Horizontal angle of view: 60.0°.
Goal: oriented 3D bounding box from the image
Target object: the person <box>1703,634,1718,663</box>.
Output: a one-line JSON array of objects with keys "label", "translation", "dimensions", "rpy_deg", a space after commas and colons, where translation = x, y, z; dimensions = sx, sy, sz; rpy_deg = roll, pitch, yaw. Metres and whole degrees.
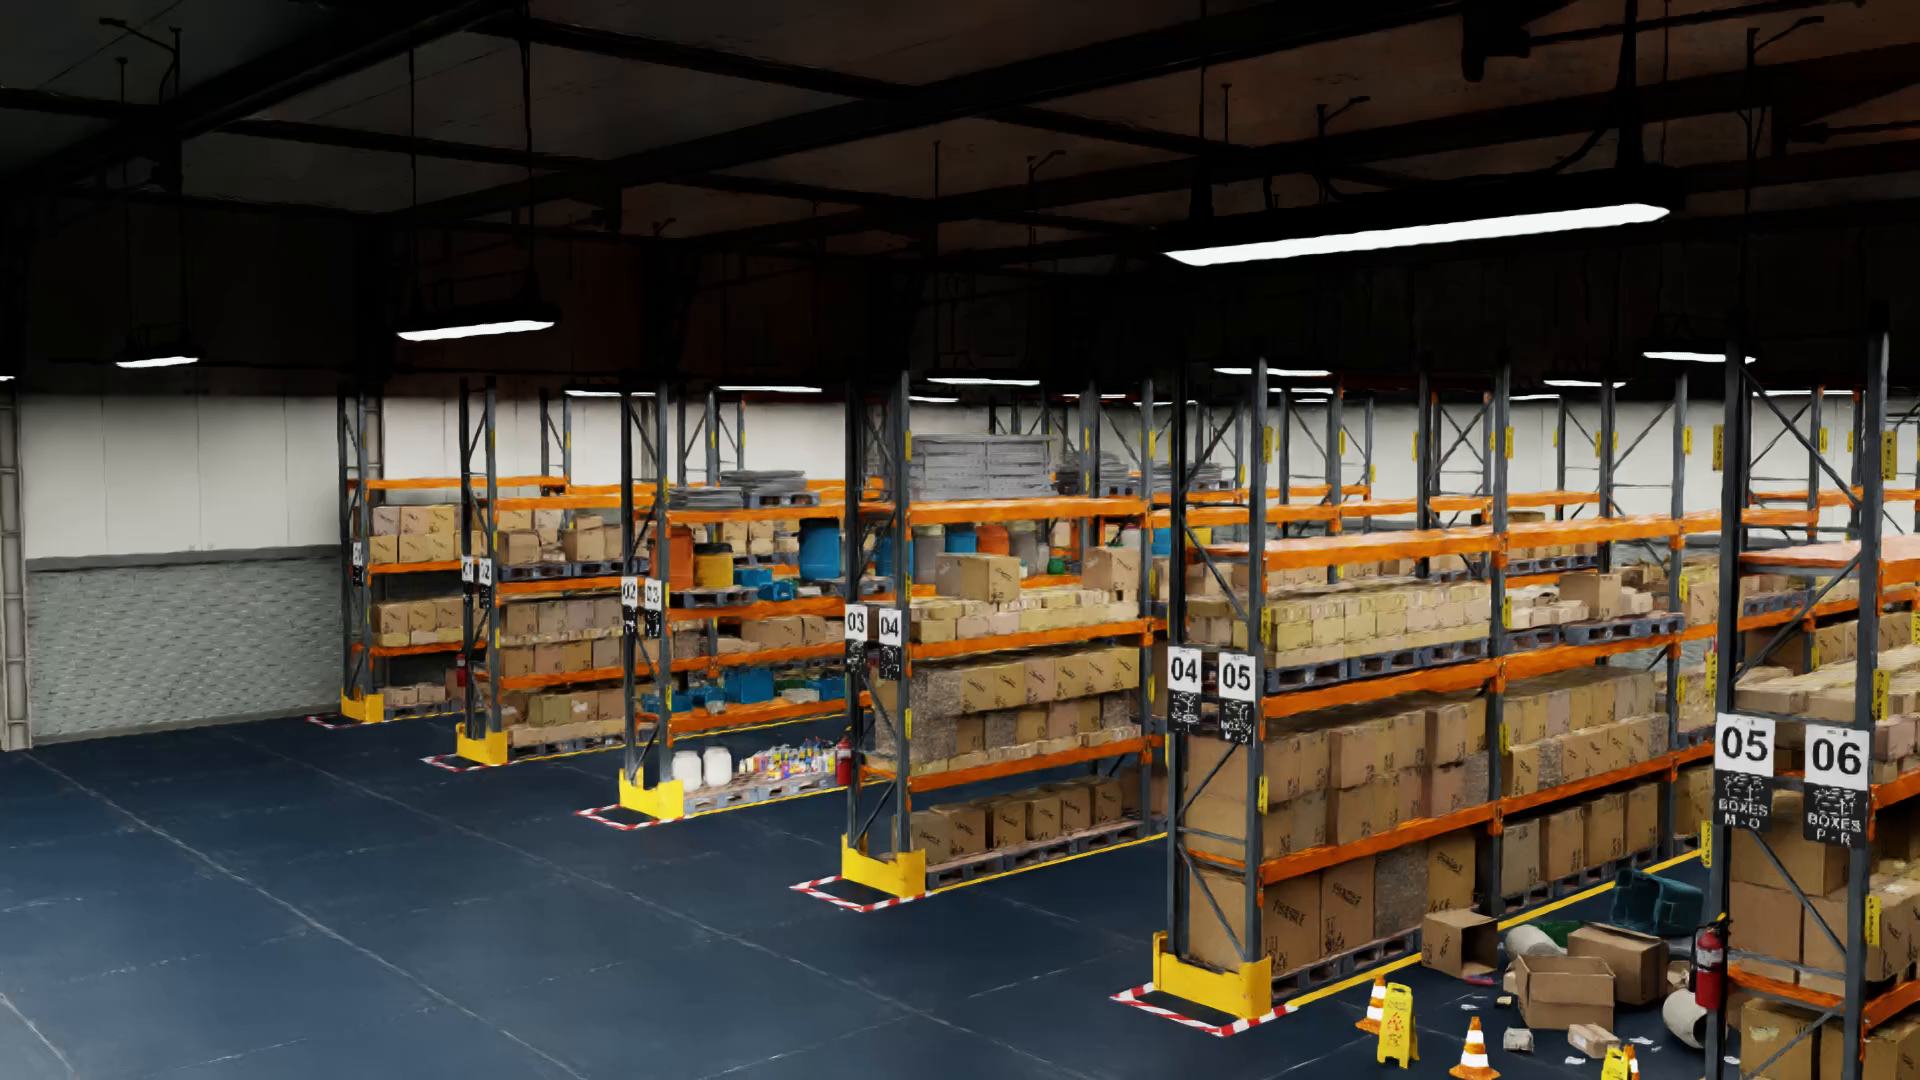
[{"label": "person", "translation": [13.753, 2.282, 30.095], "dimensions": [0.672, 1.788, 0.501], "rpy_deg": [-1, 4, -9]}]

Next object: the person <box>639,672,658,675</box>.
[{"label": "person", "translation": [-5.744, 2.333, 29.923], "dimensions": [1.193, 1.698, 0.598], "rpy_deg": [-3, 5, -39]}]

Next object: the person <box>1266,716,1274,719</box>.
[{"label": "person", "translation": [3.893, 2.952, 20.983], "dimensions": [0.422, 1.652, 0.502], "rpy_deg": [1, 4, 17]}]
